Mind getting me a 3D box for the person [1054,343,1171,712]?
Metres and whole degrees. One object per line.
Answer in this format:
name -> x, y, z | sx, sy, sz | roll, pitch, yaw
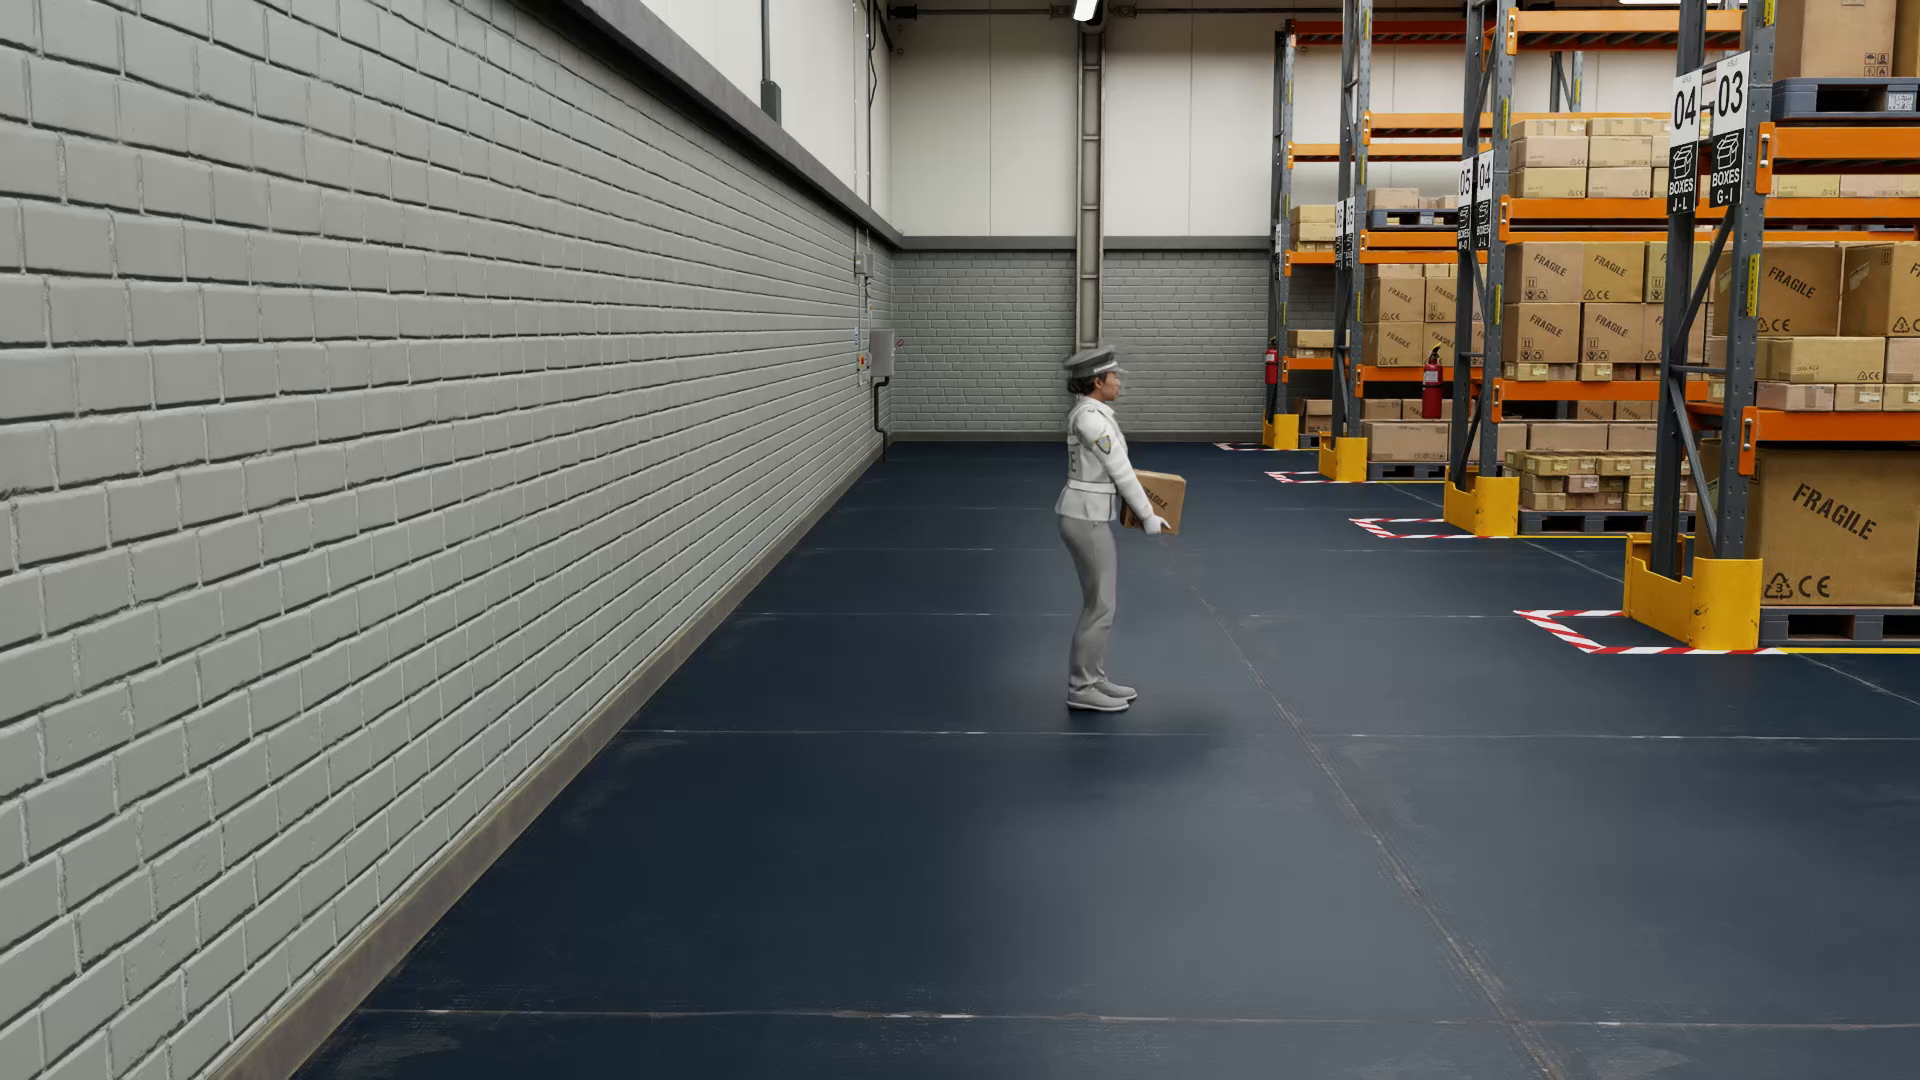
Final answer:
person -> 0.700, -0.063, 7.713 | 0.522, 1.687, 0.416 | 0, 7, 0
